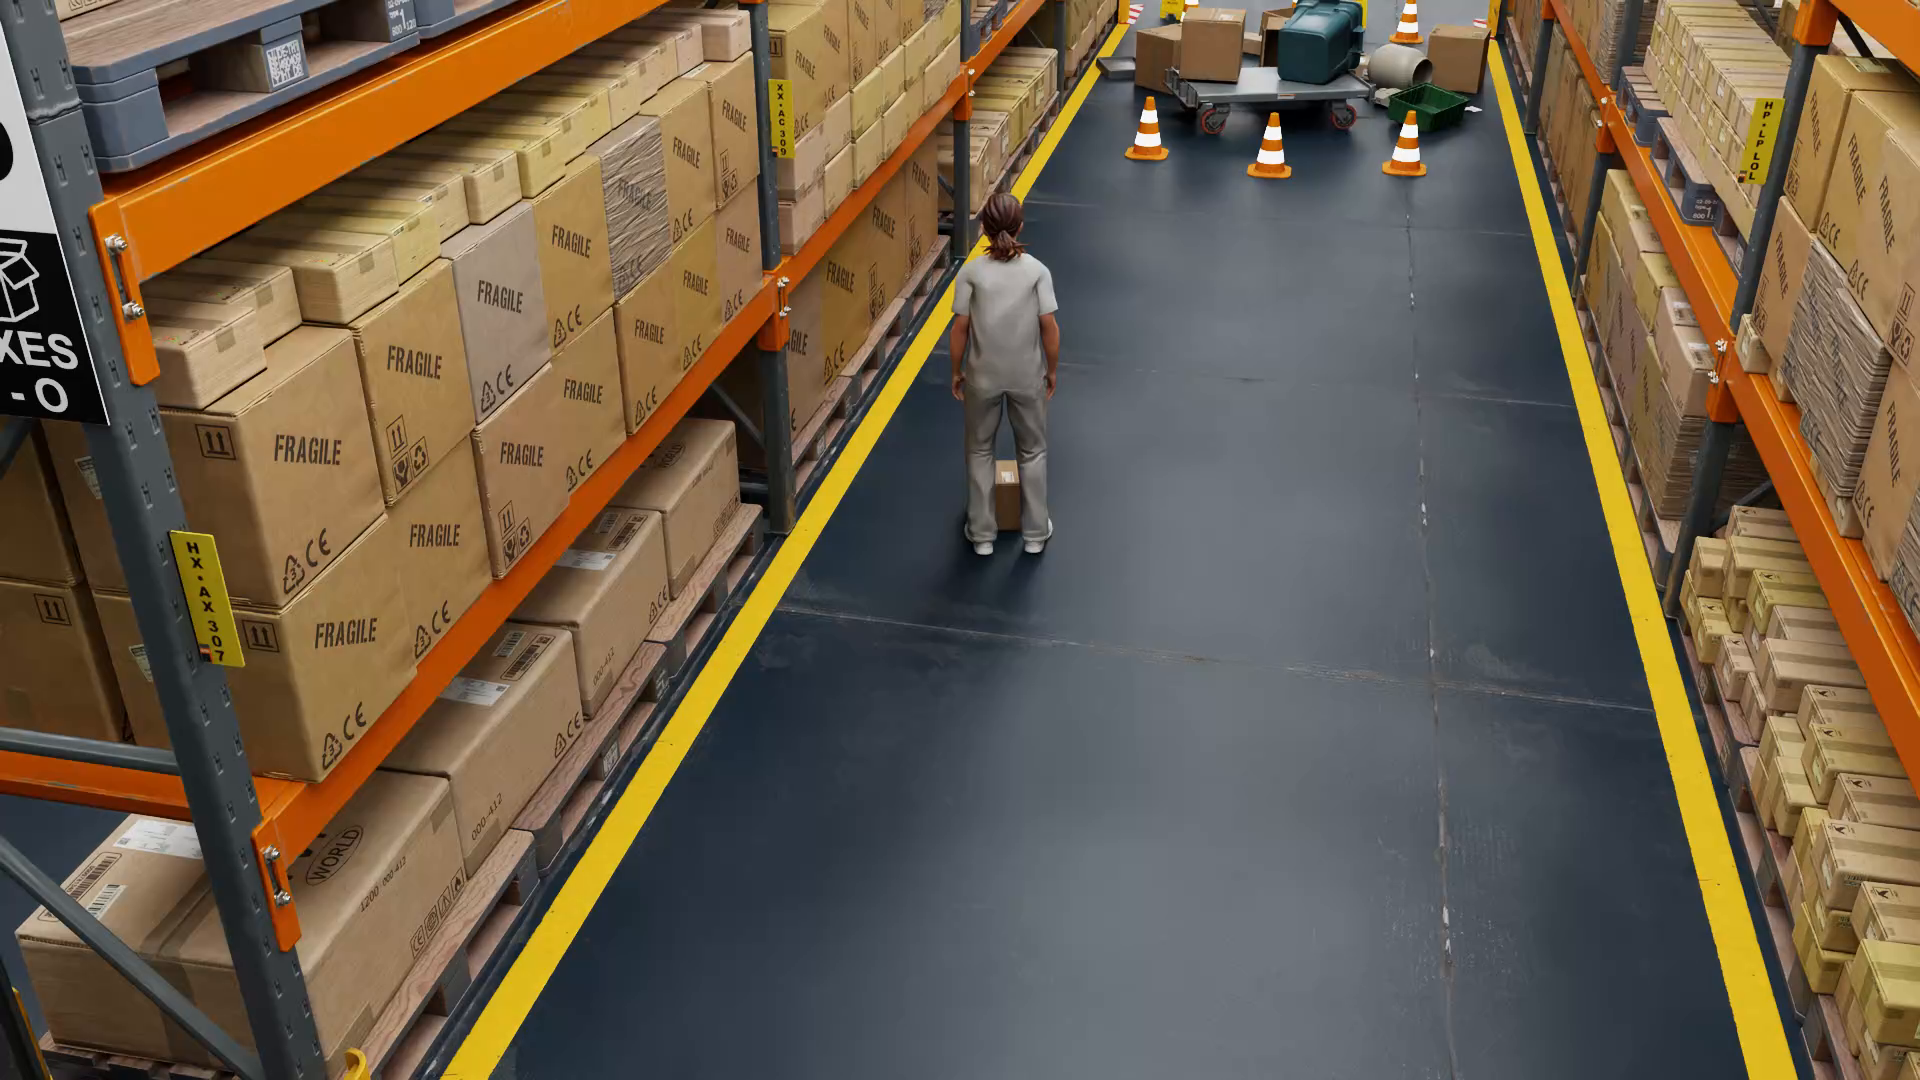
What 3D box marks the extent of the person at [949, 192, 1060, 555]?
[{"bbox_3d":[0.198,-0.719,7.428,0.489,1.673,0.358,0,29,-1],"label":"person"}]
